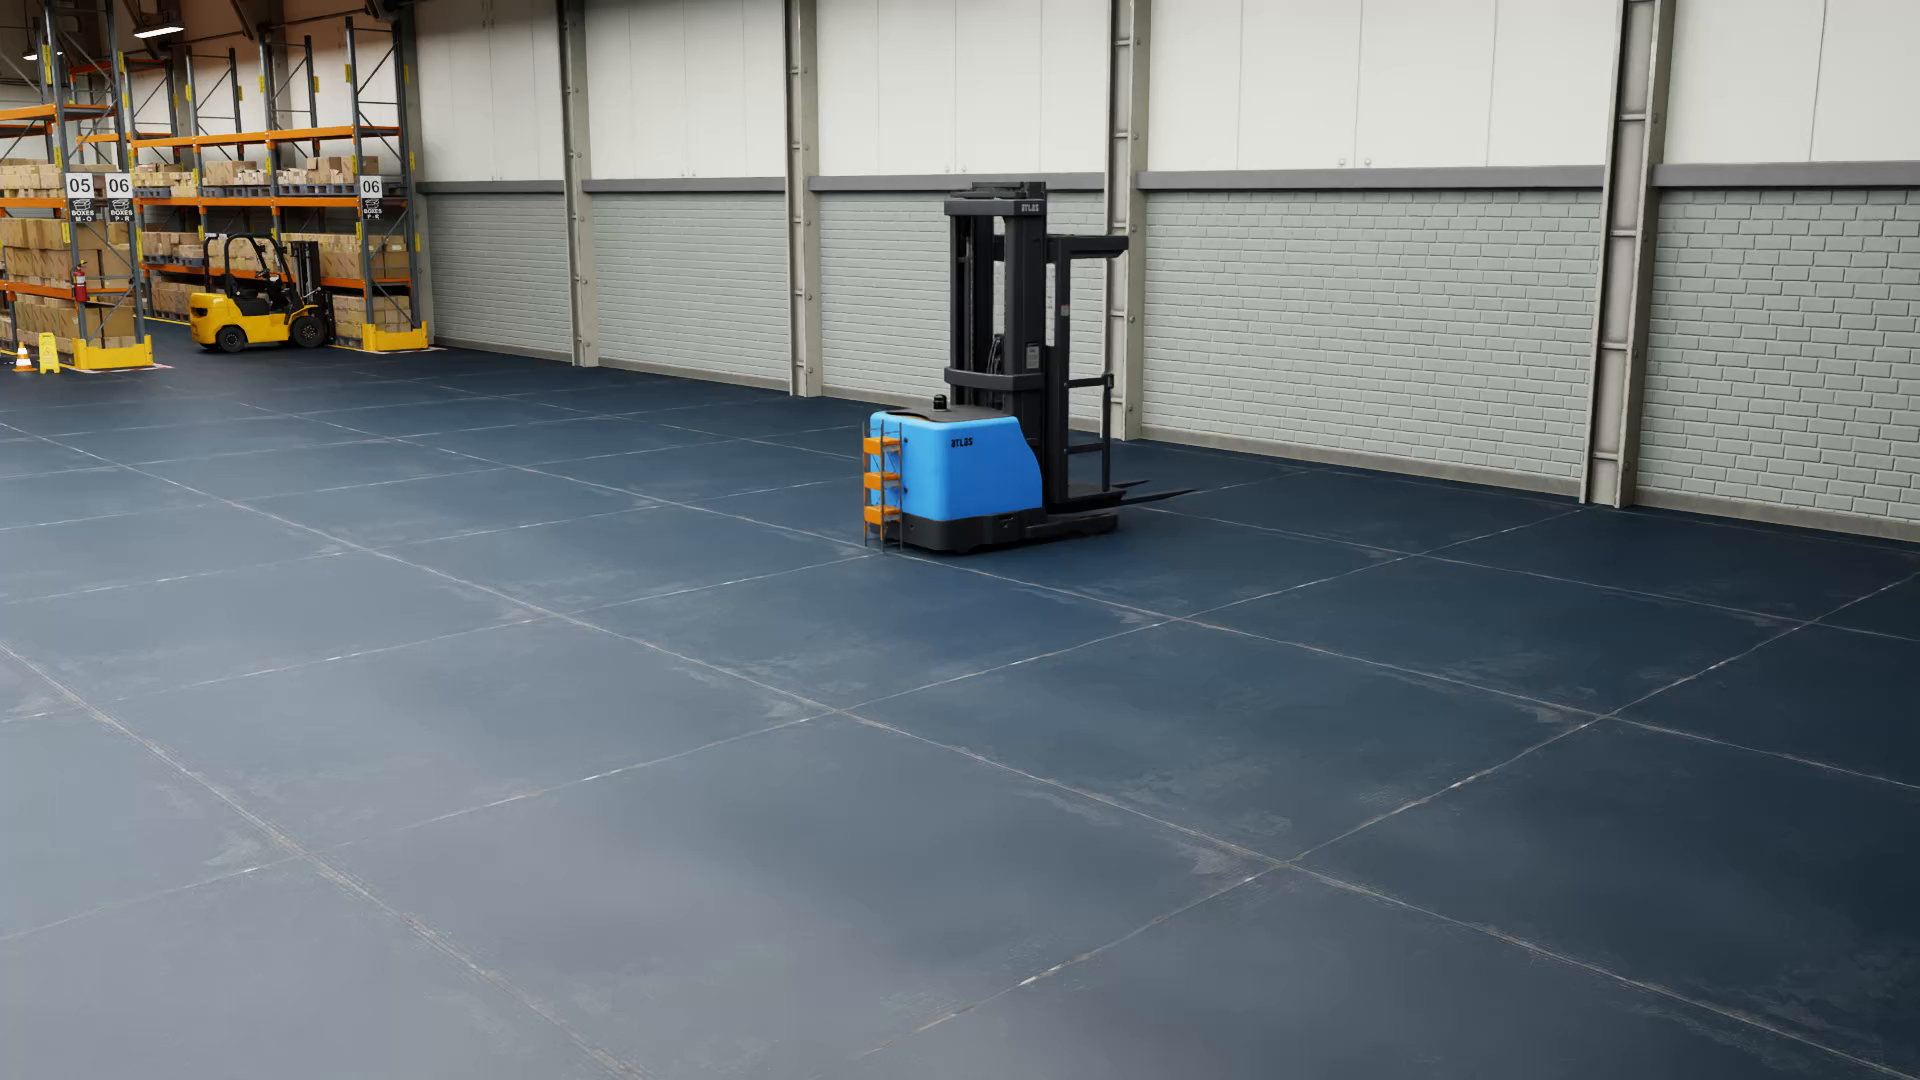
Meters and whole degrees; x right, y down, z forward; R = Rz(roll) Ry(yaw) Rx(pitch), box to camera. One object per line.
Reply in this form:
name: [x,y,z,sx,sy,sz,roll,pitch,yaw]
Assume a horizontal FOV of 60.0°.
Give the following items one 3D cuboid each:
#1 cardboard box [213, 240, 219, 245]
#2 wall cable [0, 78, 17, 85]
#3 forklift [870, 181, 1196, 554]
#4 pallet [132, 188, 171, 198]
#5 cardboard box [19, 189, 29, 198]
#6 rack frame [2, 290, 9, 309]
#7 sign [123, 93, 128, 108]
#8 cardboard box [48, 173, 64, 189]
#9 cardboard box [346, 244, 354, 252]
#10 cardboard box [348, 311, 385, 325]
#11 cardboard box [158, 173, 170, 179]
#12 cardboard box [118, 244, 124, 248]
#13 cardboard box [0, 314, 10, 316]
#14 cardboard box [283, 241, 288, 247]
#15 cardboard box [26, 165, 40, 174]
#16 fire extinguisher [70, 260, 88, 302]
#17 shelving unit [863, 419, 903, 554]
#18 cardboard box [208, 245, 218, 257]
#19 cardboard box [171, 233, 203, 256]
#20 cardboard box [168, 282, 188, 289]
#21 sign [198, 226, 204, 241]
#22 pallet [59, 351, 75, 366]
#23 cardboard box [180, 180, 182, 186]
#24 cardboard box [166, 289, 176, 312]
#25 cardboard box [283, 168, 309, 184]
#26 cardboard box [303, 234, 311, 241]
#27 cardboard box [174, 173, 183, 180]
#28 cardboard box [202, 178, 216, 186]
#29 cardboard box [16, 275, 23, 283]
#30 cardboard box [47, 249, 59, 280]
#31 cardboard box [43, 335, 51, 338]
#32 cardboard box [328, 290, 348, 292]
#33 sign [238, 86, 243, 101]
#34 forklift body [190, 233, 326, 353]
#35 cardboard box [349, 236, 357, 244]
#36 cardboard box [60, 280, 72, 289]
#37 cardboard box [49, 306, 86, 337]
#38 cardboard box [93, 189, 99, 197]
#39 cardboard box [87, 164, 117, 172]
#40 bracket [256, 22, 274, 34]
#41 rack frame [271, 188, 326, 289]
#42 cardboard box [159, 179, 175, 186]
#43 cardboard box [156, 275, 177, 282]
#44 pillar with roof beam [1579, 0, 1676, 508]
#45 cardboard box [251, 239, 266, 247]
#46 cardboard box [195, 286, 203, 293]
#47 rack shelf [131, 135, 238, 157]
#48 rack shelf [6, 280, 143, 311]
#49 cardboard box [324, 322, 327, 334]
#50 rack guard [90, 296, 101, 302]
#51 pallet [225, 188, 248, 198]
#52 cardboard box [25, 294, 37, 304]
cardboard box: [-16.015,-6.497,36.160,0.380,0.149,0.250,-10,16,-41]
wall cable: [-26.865,-10.967,44.750,2.988,3.039,0.133,-11,16,-43]
forklift: [0.726,-1.542,14.132,3.031,2.935,1.130,-9,15,-37]
pallet: [-18.570,-8.113,38.889,1.213,0.211,1.003,-11,16,-43]
cardboard box: [-16.168,-6.047,29.019,0.380,0.149,0.250,-11,16,-44]
rack frame: [-19.795,-5.565,33.489,1.000,3.000,0.127,-11,16,-43]
sign: [-19.375,-10.203,38.621,0.100,0.325,0.005,-11,16,-43]
cardboard box: [-14.819,-5.976,27.684,0.500,0.250,0.500,-11,16,-43]
cardboard box: [-11.323,-5.501,31.323,0.380,0.149,0.250,-11,16,-42]
cardboard box: [-11.245,-4.221,31.500,0.500,0.250,0.500,-11,16,-43]
cardboard box: [-17.975,-8.266,37.763,0.380,0.149,0.250,-11,16,-42]
cardboard box: [-20.189,-7.099,40.570,0.500,0.250,0.500,-11,16,-43]
cardboard box: [-18.377,-4.182,32.246,0.950,0.372,0.625,-10,15,-41]
cardboard box: [-13.415,-5.957,33.536,0.380,0.149,0.250,-11,16,-43]
cardboard box: [-15.801,-6.361,28.567,0.380,0.149,0.250,-10,16,-41]
fire extinguisher: [-14.525,-4.279,27.437,0.296,0.674,0.183,-11,16,-43]
shelving unit: [-0.621,-0.432,13.405,0.215,1.050,0.252,-9,15,-36]
cardboard box: [-16.096,-6.326,36.317,0.500,0.250,0.500,-11,16,-43]
cardboard box: [-17.469,-6.726,37.827,0.637,0.503,0.797,11,16,44]
cardboard box: [-18.283,-5.947,38.889,0.380,0.149,0.250,-11,16,-44]
sign: [-16.593,-6.708,36.366,0.100,0.325,0.005,-11,16,-43]
pallet: [-14.858,-3.166,28.756,1.003,0.211,1.213,-11,16,-43]
cardboard box: [-17.294,-8.022,37.366,0.380,0.149,0.250,-11,16,-42]
cardboard box: [-18.082,-5.571,38.670,0.500,0.500,0.500,11,16,43]
cardboard box: [-13.047,-7.198,32.915,0.500,0.311,0.500,-10,16,-41]
cardboard box: [-12.709,-5.950,32.767,0.380,0.149,0.250,-11,16,-43]
cardboard box: [-17.379,-8.156,37.276,0.380,0.149,0.250,-11,16,-44]
cardboard box: [-16.186,-7.773,36.065,0.380,0.166,0.250,-11,16,-43]
cardboard box: [-16.835,-4.738,30.097,0.380,0.149,0.250,-10,15,-41]
cardboard box: [-15.187,-4.707,28.337,0.500,0.500,0.500,-11,16,-42]
cardboard box: [-15.741,-3.489,29.187,0.500,0.250,0.500,11,16,43]
cardboard box: [-12.605,-4.905,33.583,0.500,0.250,0.500,-11,16,-43]
sign: [-15.809,-9.808,36.511,0.100,0.325,0.005,-11,16,-43]
forklift body: [-13.312,-4.696,31.377,2.313,2.155,1.214,-11,16,-43]
cardboard box: [-11.275,-5.657,31.341,0.380,0.149,0.250,-11,16,-42]
cardboard box: [-14.938,-4.321,28.072,0.380,0.149,0.250,-11,16,-43]
cardboard box: [-15.375,-3.780,28.740,0.500,0.500,0.500,-10,15,-40]
cardboard box: [-14.511,-5.863,28.124,0.250,0.149,0.380,11,16,43]
cardboard box: [-14.368,-6.214,27.854,0.380,0.149,0.250,-11,16,-43]
bracket: [-14.625,-10.784,35.032,0.235,0.232,0.430,-11,16,-43]
rack frame: [-13.445,-5.673,34.015,1.000,3.000,0.127,-11,16,-43]
cardboard box: [-17.971,-8.122,37.800,0.380,0.149,0.250,-10,16,-41]
cardboard box: [-18.700,-6.165,39.211,0.250,0.149,0.380,11,16,42]
pillar with roof beam: [2.949,-4.153,11.766,9.100,9.000,0.400,-11,16,-43]
cardboard box: [-14.577,-6.204,34.735,0.250,0.149,0.380,11,16,44]
cardboard box: [-16.943,-5.629,37.344,0.250,0.149,0.380,11,16,42]
rack shelf: [-17.589,-8.939,37.773,1.077,0.370,4.000,-11,16,-43]
rack shelf: [-15.651,-4.337,29.311,1.077,0.370,4.000,-11,16,-43]
cardboard box: [-12.286,-4.194,32.608,0.500,0.250,0.500,-10,15,-41]
rack guard: [-21.680,-6.189,42.714,1.175,0.500,0.348,-11,16,-43]
pallet: [-14.900,-7.384,35.355,1.003,0.211,1.213,-10,15,-40]
cardboard box: [-16.421,-4.300,29.657,0.380,0.149,0.250,-10,15,-40]
